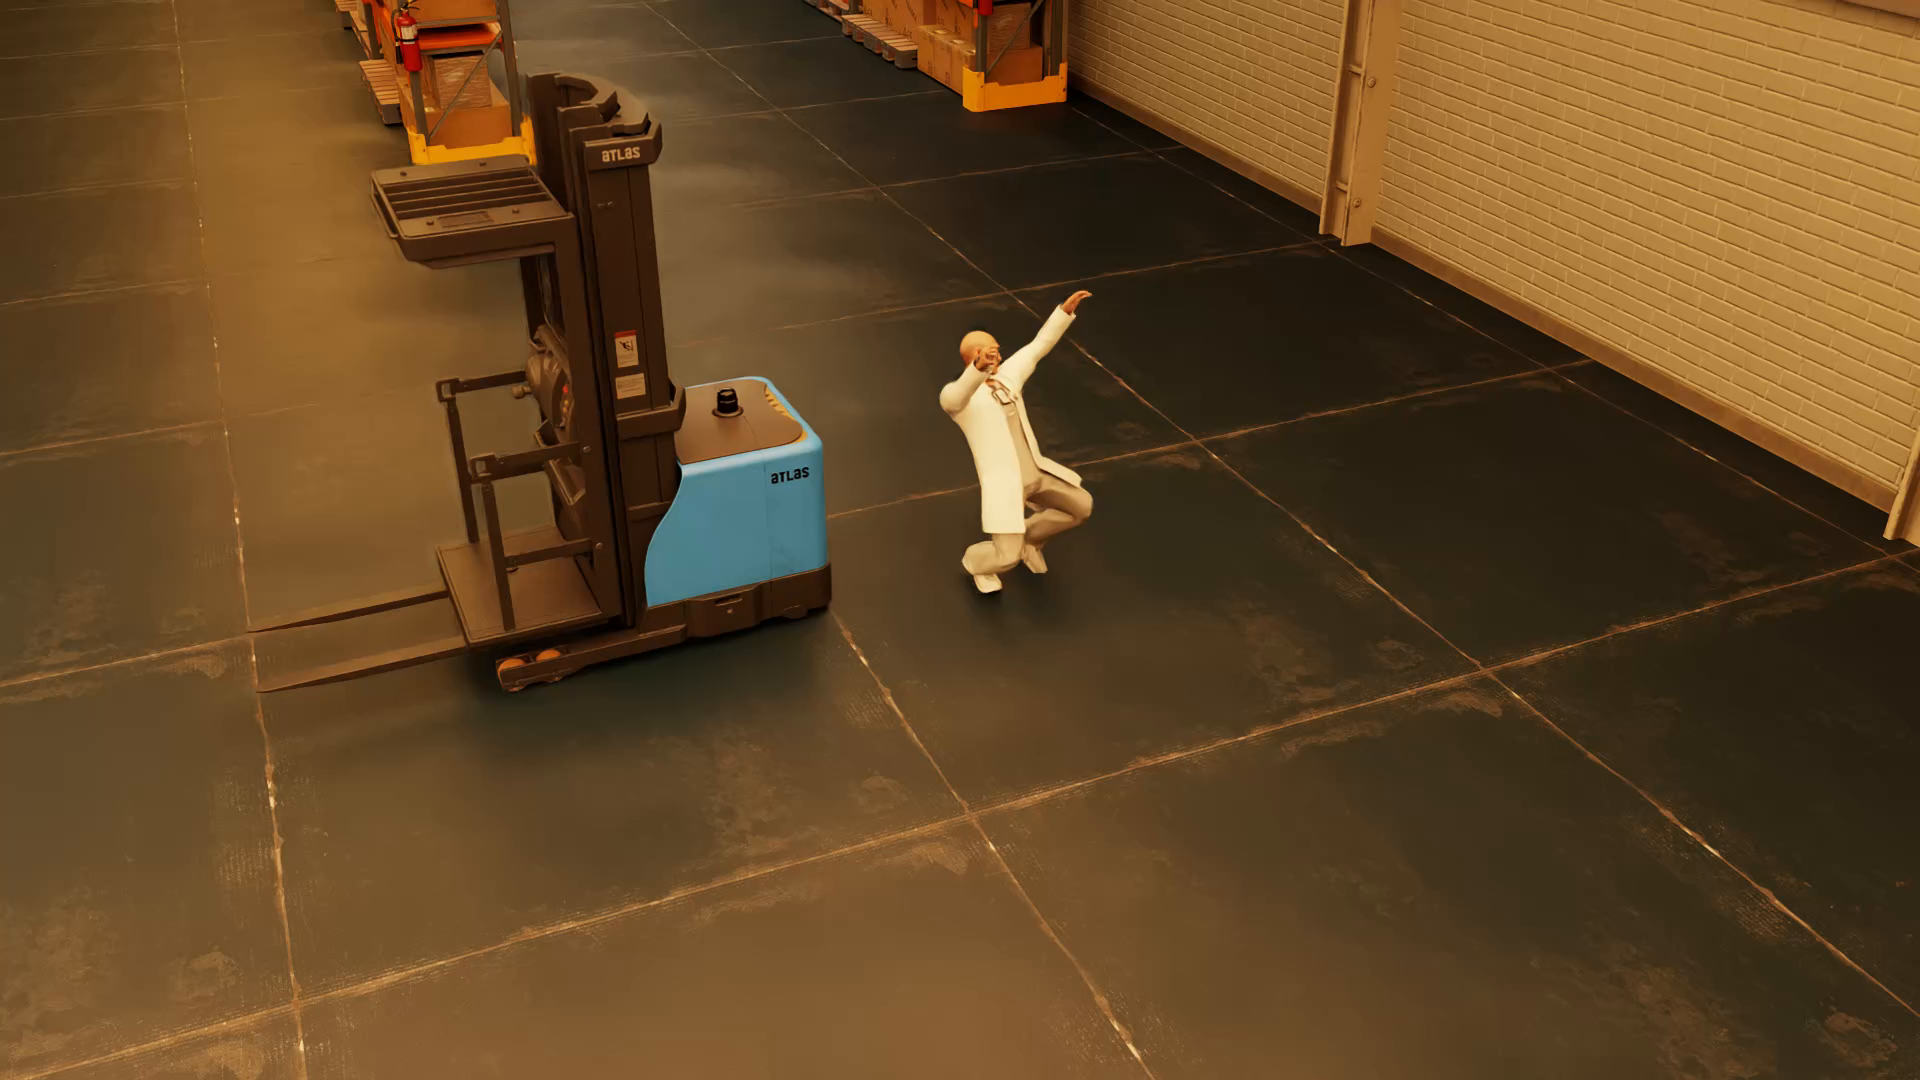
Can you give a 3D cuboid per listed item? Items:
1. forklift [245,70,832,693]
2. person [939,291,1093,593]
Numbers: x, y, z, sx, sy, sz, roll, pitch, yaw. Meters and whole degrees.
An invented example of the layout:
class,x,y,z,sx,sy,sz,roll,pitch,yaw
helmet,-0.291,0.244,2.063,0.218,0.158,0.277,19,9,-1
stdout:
class,x,y,z,sx,sy,sz,roll,pitch,yaw
forklift,-2.280,-0.783,8.489,3.031,2.935,1.130,-13,32,-21
person,0.313,-0.499,9.289,1.022,1.697,0.770,-26,39,-38
